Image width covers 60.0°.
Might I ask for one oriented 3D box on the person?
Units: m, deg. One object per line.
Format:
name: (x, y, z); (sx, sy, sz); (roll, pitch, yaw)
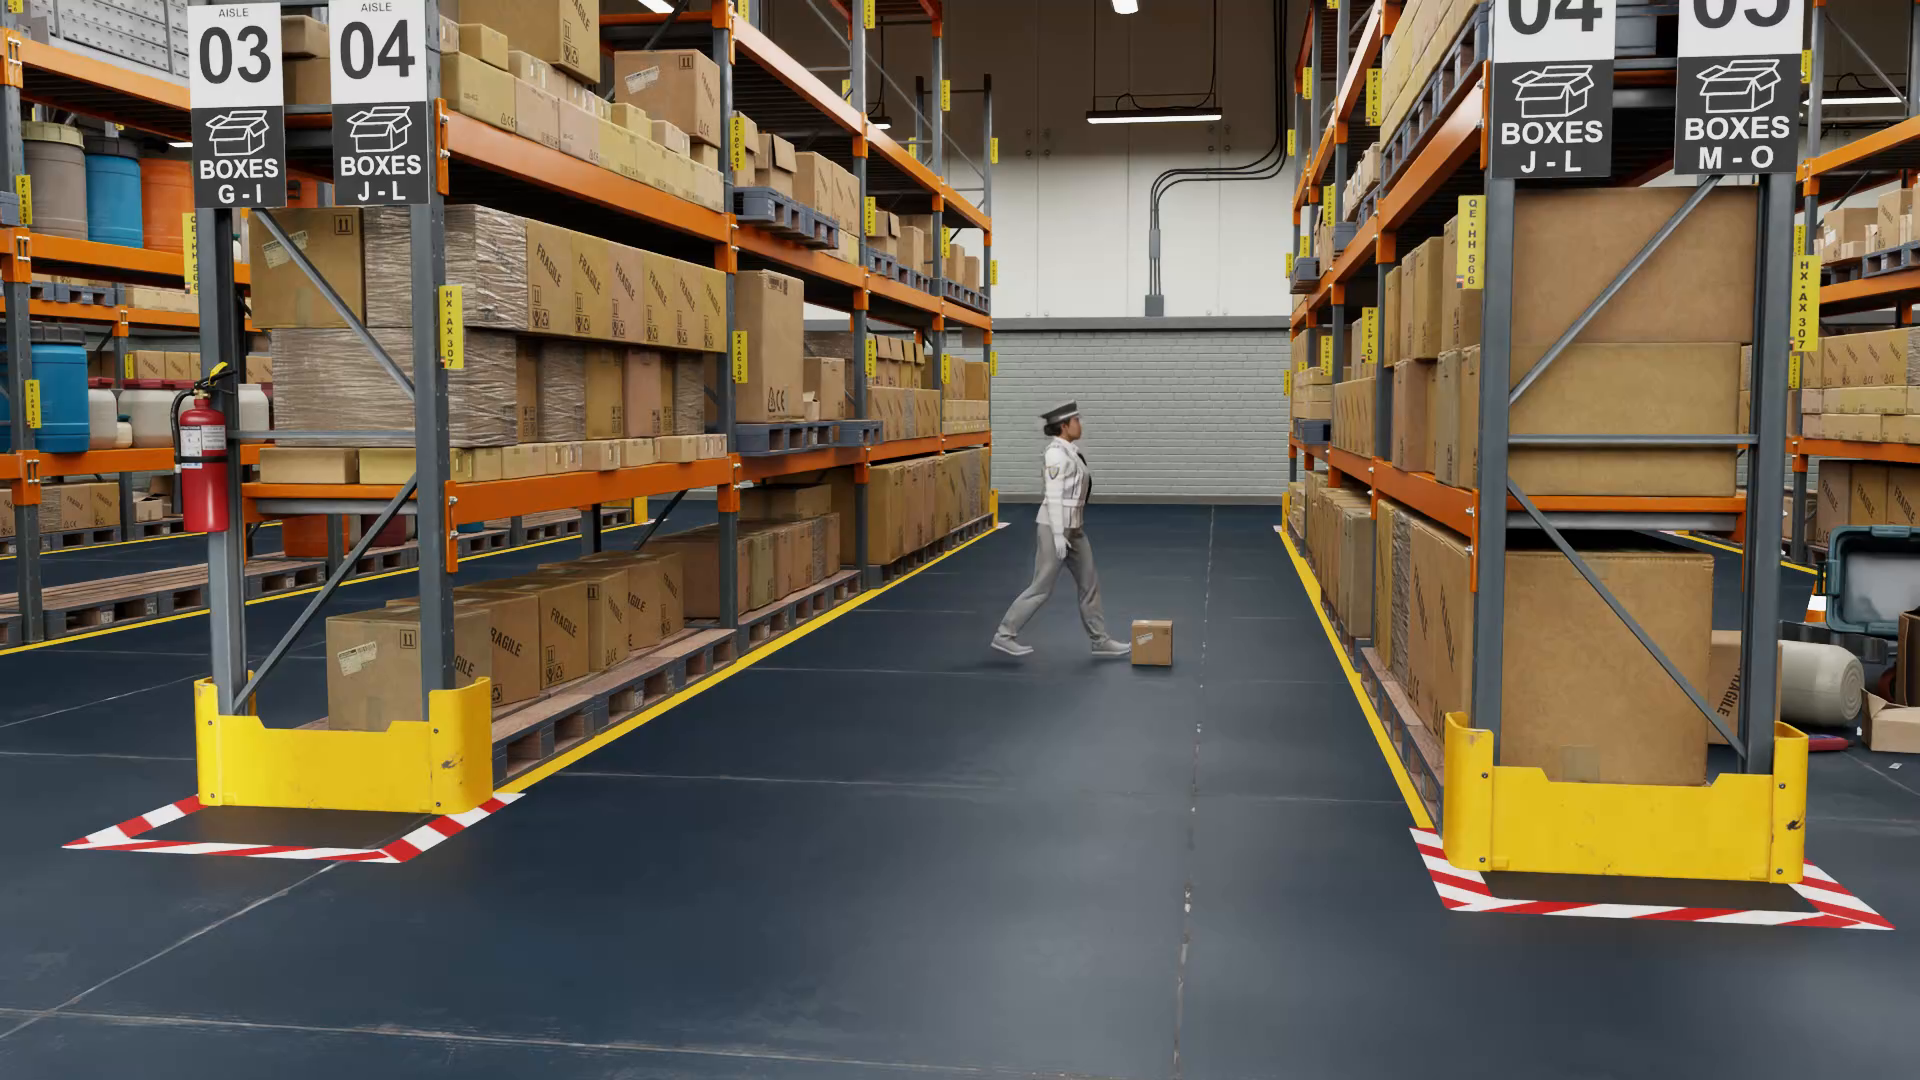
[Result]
person: (0.596, -0.099, 10.592); (0.703, 1.601, 0.488); (1, 5, 14)
